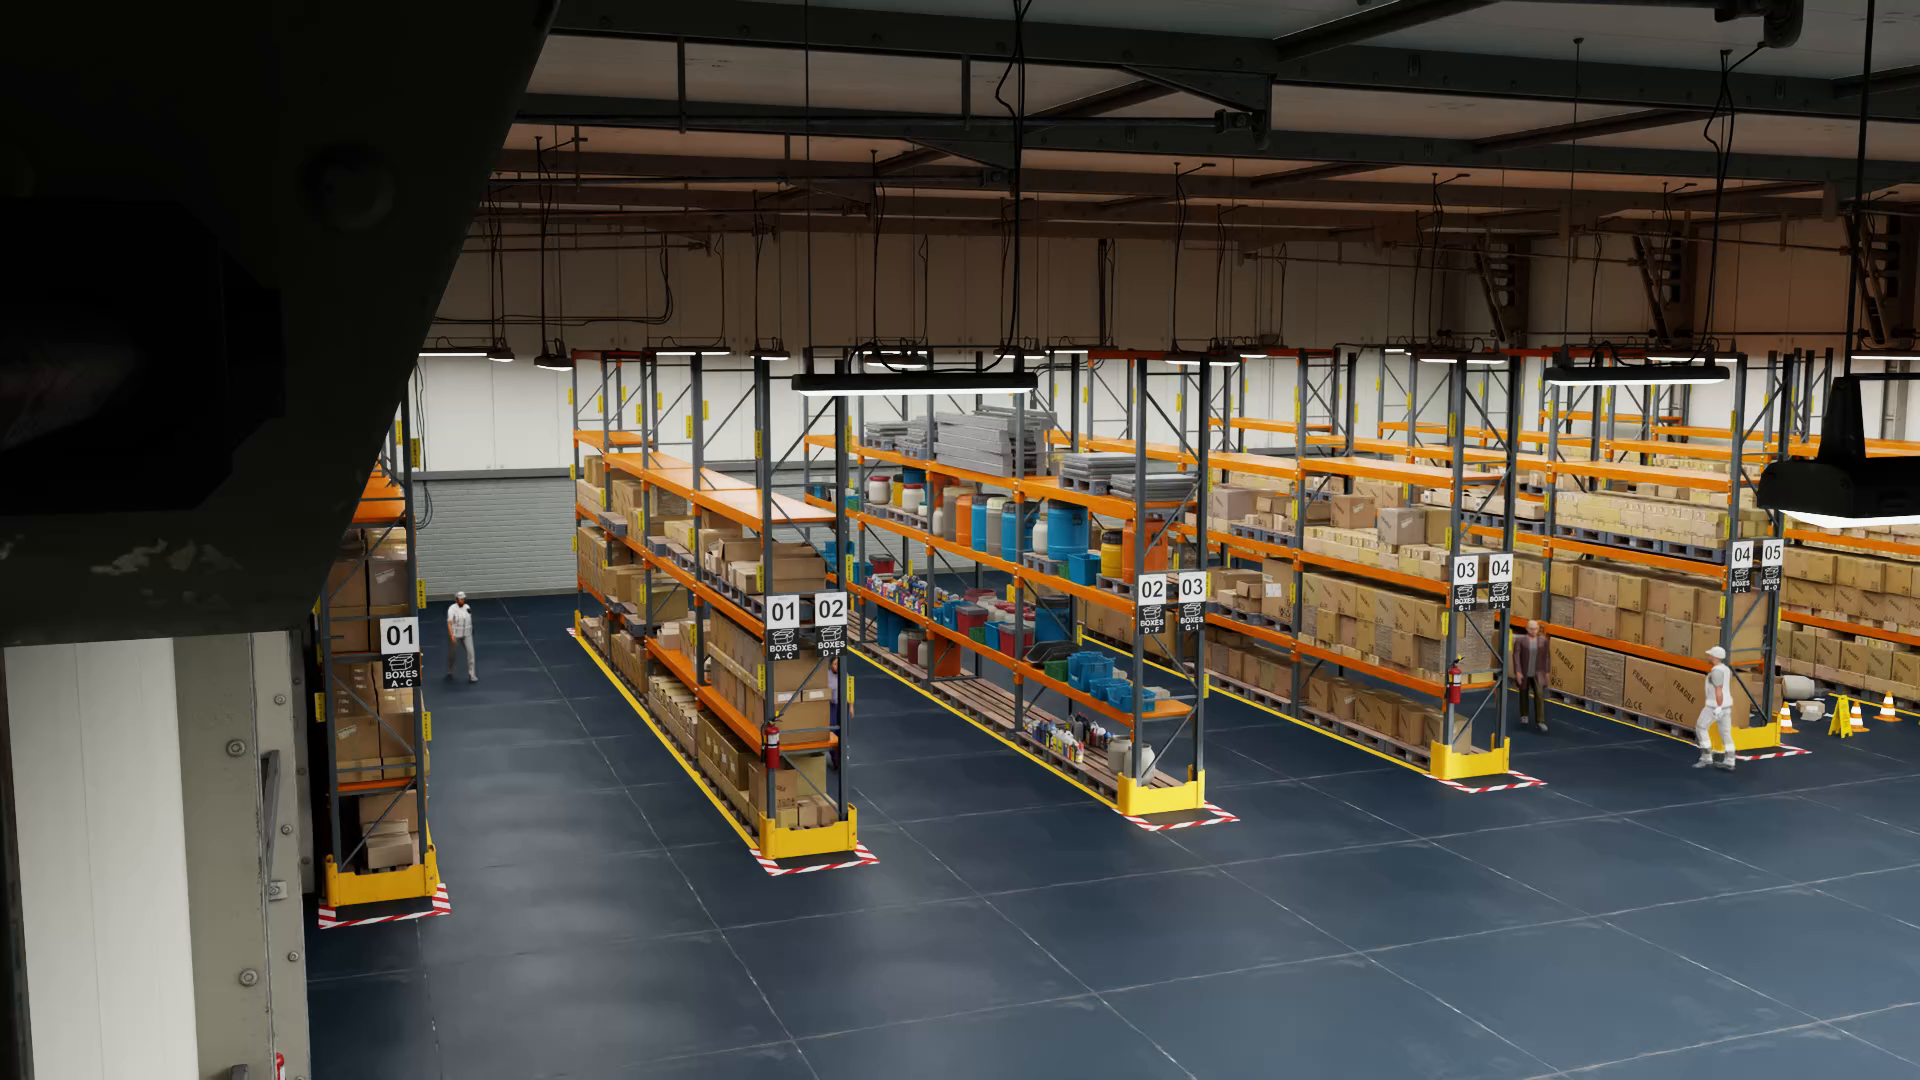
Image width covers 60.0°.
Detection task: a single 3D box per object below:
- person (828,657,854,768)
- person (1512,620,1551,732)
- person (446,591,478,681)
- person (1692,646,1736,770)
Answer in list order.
[{"bbox_3d":[-1.797,2.476,24.416,0.507,1.562,1.015,-5,9,-34],"label":"person"},{"bbox_3d":[9.146,2.143,26.600,0.611,1.735,1.064,2,7,16],"label":"person"},{"bbox_3d":[-9.140,1.737,30.407,0.492,1.609,0.963,-5,8,-33],"label":"person"},{"bbox_3d":[11.060,2.455,24.188,0.540,1.807,0.542,-5,9,-34],"label":"person"}]
